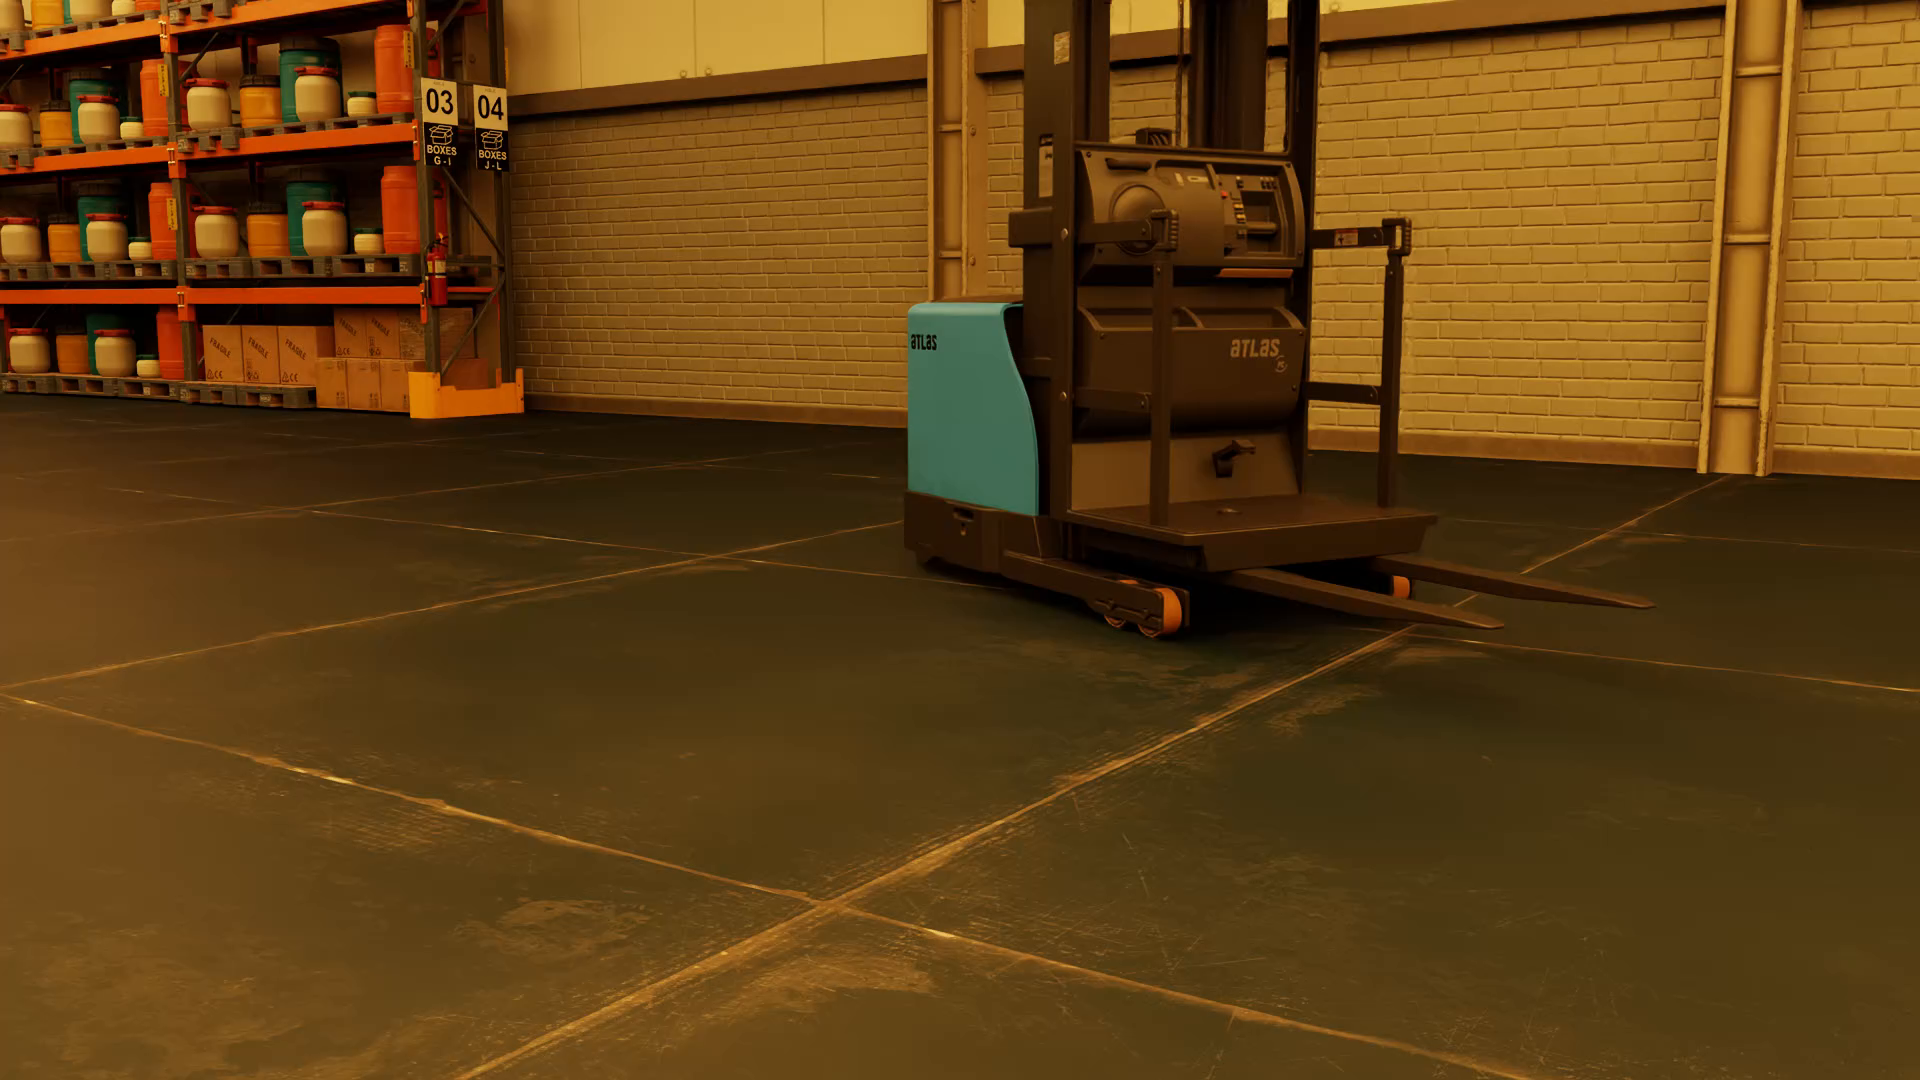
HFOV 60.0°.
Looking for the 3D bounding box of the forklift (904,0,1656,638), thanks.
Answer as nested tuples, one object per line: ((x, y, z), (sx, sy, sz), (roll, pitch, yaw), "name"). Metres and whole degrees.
((0.938, -1.207, 5.682), (1.130, 2.935, 3.031), (-5, 9, -29), "forklift")
